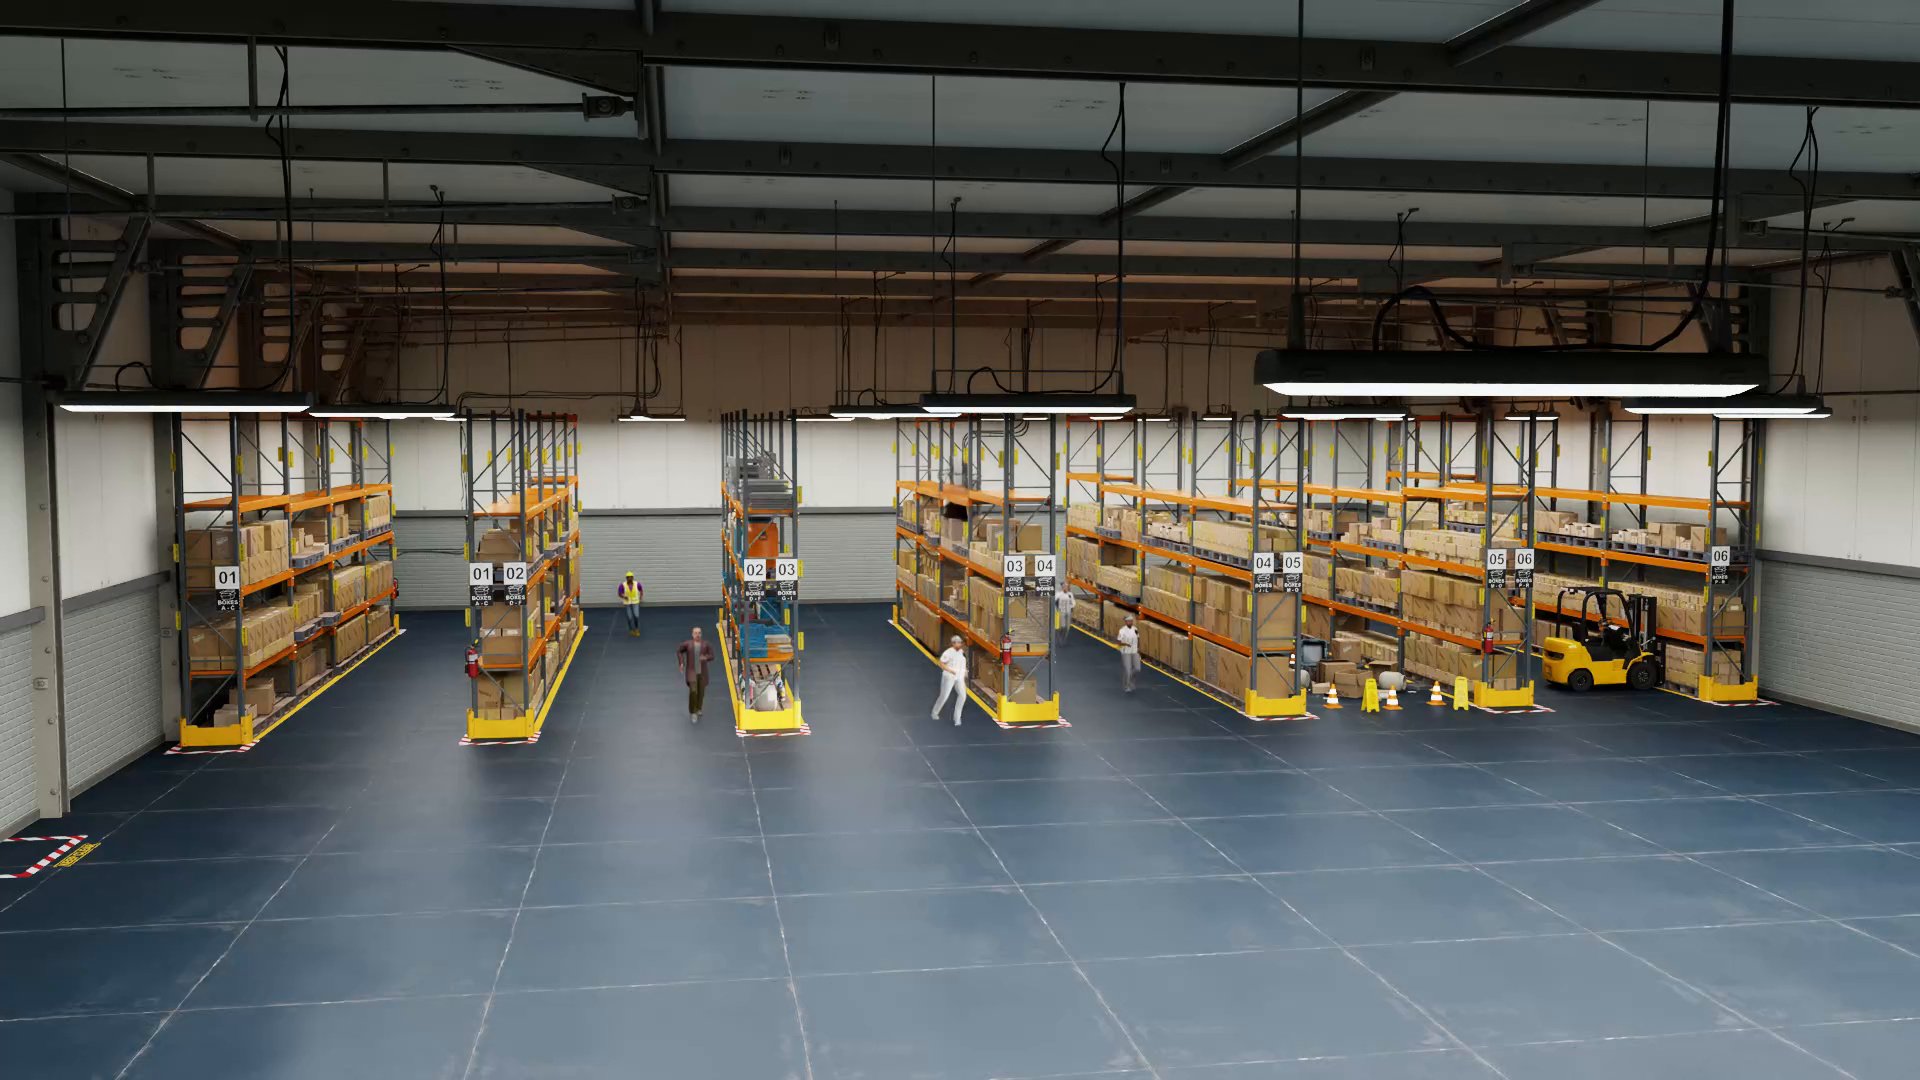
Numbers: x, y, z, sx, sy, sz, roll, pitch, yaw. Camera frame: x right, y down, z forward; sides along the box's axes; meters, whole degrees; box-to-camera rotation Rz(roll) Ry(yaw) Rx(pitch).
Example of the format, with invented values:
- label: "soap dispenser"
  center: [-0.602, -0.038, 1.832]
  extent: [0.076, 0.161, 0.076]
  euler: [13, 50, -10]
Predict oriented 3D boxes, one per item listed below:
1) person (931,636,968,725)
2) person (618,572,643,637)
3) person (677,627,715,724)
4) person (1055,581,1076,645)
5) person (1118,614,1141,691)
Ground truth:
- label: "person"
  center: [-0.131, 2.689, 31.942]
  extent: [0.694, 1.695, 0.734]
  euler: [-3, 5, -34]
- label: "person"
  center: [-8.856, 1.741, 44.737]
  extent: [0.663, 1.777, 0.676]
  euler: [-1, 4, -14]
- label: "person"
  center: [-5.062, 2.605, 32.038]
  extent: [0.667, 1.843, 0.758]
  euler: [-1, 4, -20]
- label: "person"
  center: [2.708, 1.886, 42.901]
  extent: [0.593, 1.660, 0.624]
  euler: [-1, 4, -13]
- label: "person"
  center: [3.653, 2.409, 35.452]
  extent: [0.563, 1.663, 0.572]
  euler: [-1, 4, -18]
